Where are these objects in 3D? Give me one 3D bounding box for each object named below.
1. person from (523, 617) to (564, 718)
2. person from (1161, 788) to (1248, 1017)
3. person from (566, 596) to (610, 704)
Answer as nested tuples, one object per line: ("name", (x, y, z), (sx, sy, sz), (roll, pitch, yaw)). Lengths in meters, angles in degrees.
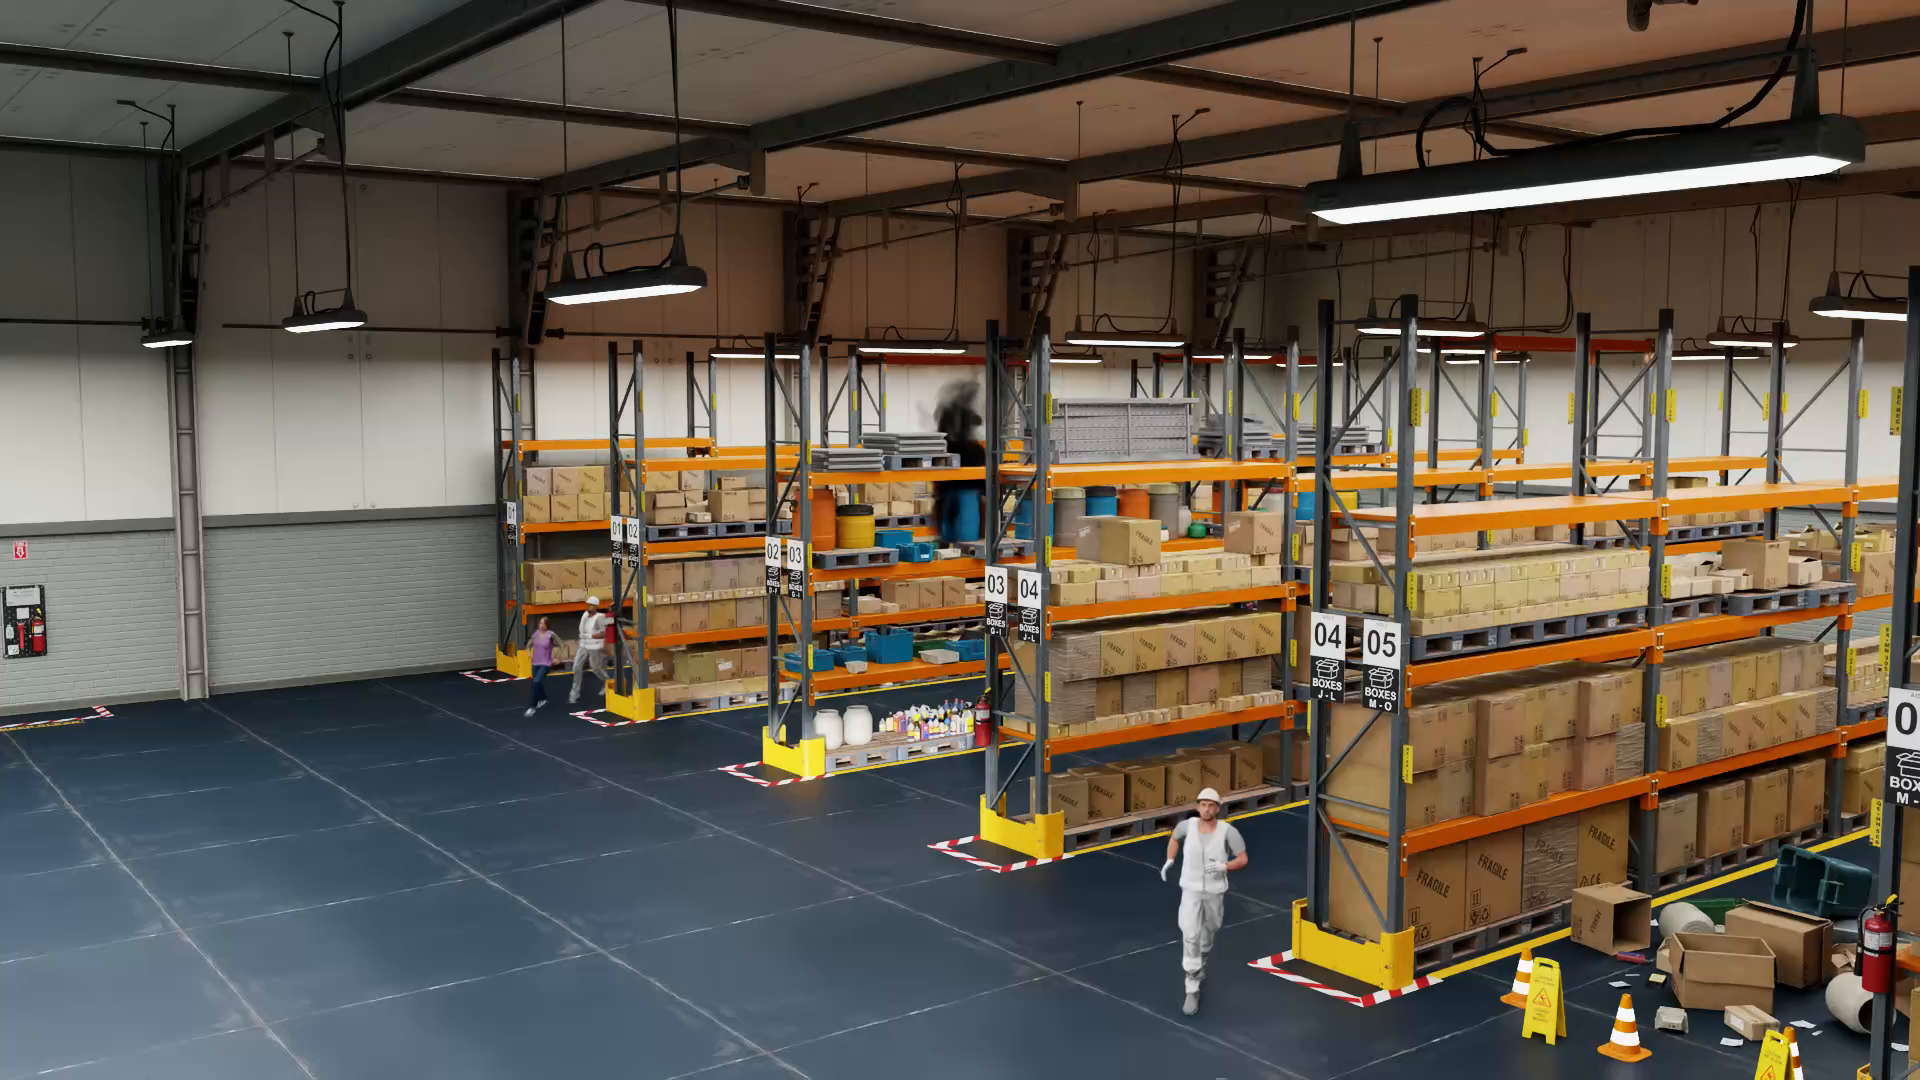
("person", (-6.727, 2.028, 26.793), (0.609, 1.609, 0.721), (2, 5, 19))
("person", (2.084, 3.023, 14.195), (0.730, 1.818, 0.925), (1, 5, 6))
("person", (-6.158, 1.839, 27.956), (0.702, 1.818, 0.907), (4, 6, 36))
